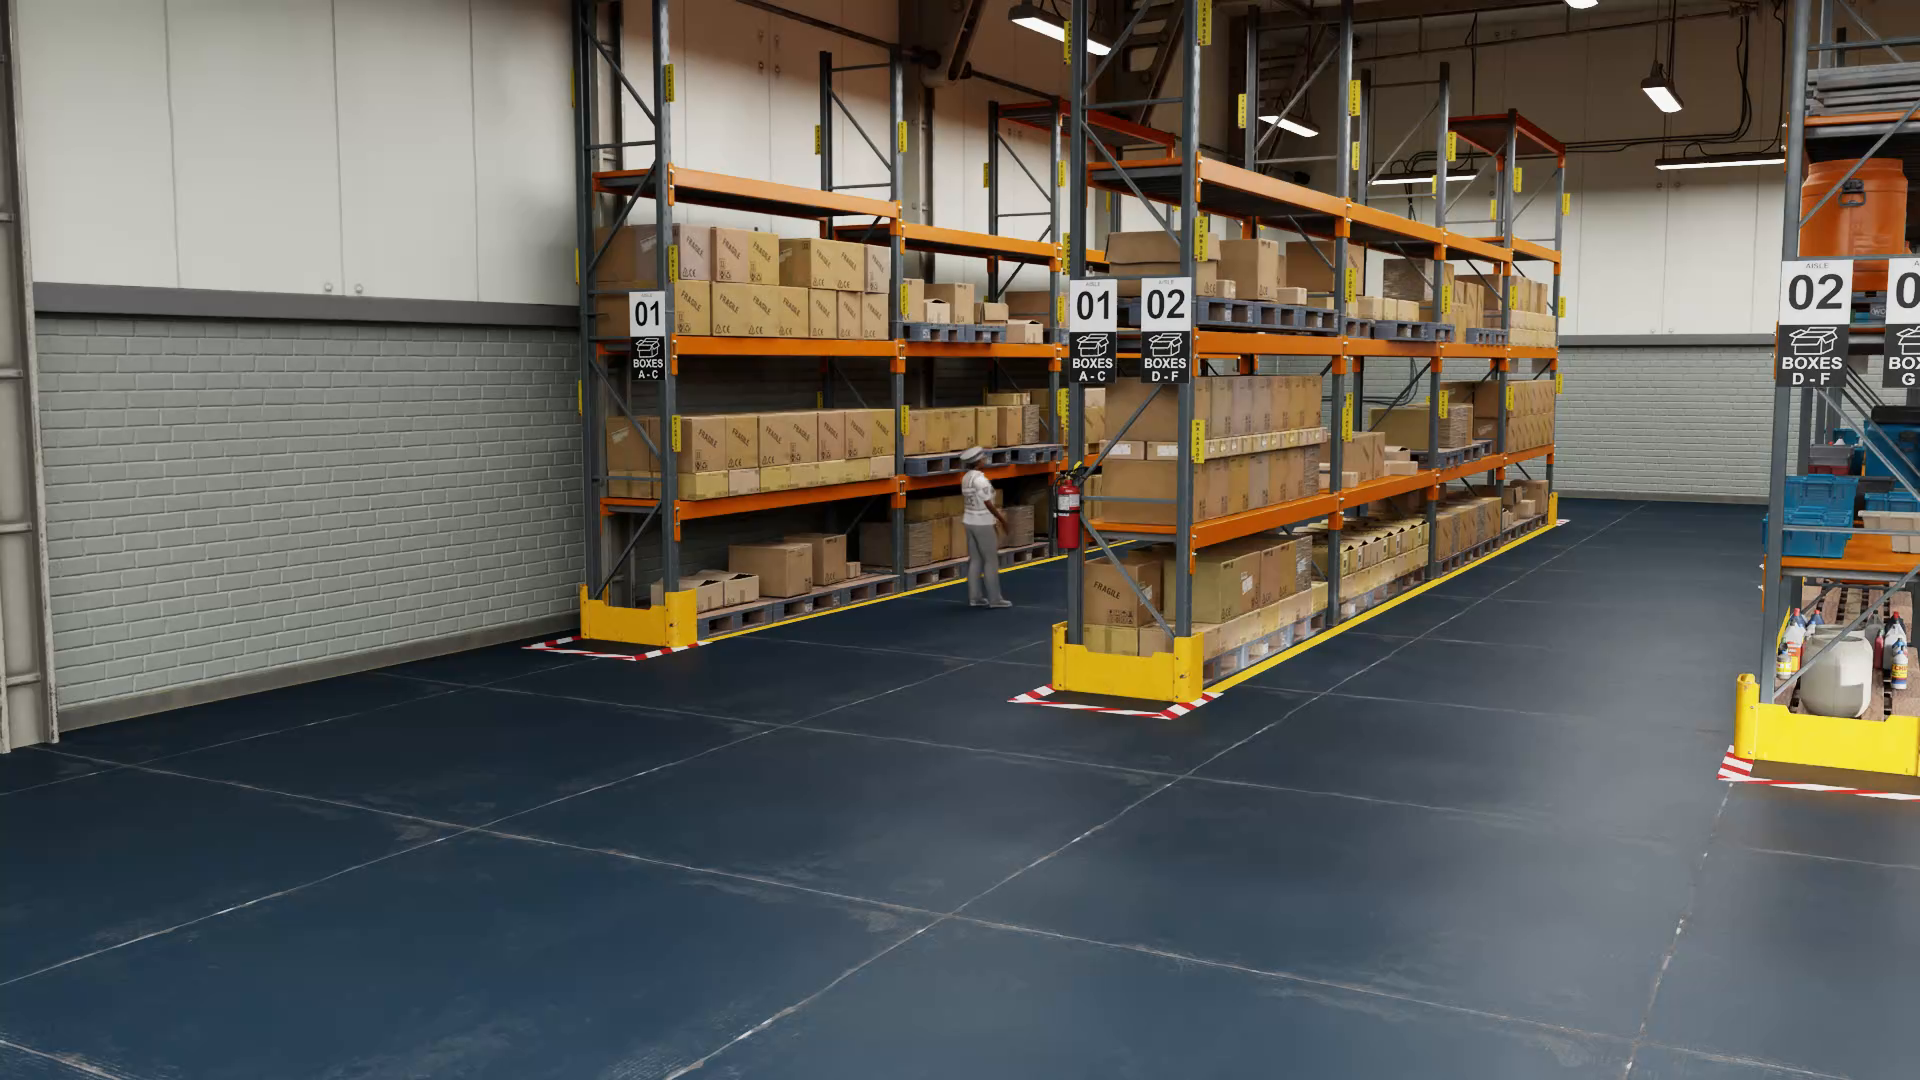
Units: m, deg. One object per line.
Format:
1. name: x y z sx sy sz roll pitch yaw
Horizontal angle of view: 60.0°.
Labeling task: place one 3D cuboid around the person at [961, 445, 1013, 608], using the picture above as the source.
1. person: 0.259 -0.146 17.498 0.506 1.701 0.485 -3 7 -26
